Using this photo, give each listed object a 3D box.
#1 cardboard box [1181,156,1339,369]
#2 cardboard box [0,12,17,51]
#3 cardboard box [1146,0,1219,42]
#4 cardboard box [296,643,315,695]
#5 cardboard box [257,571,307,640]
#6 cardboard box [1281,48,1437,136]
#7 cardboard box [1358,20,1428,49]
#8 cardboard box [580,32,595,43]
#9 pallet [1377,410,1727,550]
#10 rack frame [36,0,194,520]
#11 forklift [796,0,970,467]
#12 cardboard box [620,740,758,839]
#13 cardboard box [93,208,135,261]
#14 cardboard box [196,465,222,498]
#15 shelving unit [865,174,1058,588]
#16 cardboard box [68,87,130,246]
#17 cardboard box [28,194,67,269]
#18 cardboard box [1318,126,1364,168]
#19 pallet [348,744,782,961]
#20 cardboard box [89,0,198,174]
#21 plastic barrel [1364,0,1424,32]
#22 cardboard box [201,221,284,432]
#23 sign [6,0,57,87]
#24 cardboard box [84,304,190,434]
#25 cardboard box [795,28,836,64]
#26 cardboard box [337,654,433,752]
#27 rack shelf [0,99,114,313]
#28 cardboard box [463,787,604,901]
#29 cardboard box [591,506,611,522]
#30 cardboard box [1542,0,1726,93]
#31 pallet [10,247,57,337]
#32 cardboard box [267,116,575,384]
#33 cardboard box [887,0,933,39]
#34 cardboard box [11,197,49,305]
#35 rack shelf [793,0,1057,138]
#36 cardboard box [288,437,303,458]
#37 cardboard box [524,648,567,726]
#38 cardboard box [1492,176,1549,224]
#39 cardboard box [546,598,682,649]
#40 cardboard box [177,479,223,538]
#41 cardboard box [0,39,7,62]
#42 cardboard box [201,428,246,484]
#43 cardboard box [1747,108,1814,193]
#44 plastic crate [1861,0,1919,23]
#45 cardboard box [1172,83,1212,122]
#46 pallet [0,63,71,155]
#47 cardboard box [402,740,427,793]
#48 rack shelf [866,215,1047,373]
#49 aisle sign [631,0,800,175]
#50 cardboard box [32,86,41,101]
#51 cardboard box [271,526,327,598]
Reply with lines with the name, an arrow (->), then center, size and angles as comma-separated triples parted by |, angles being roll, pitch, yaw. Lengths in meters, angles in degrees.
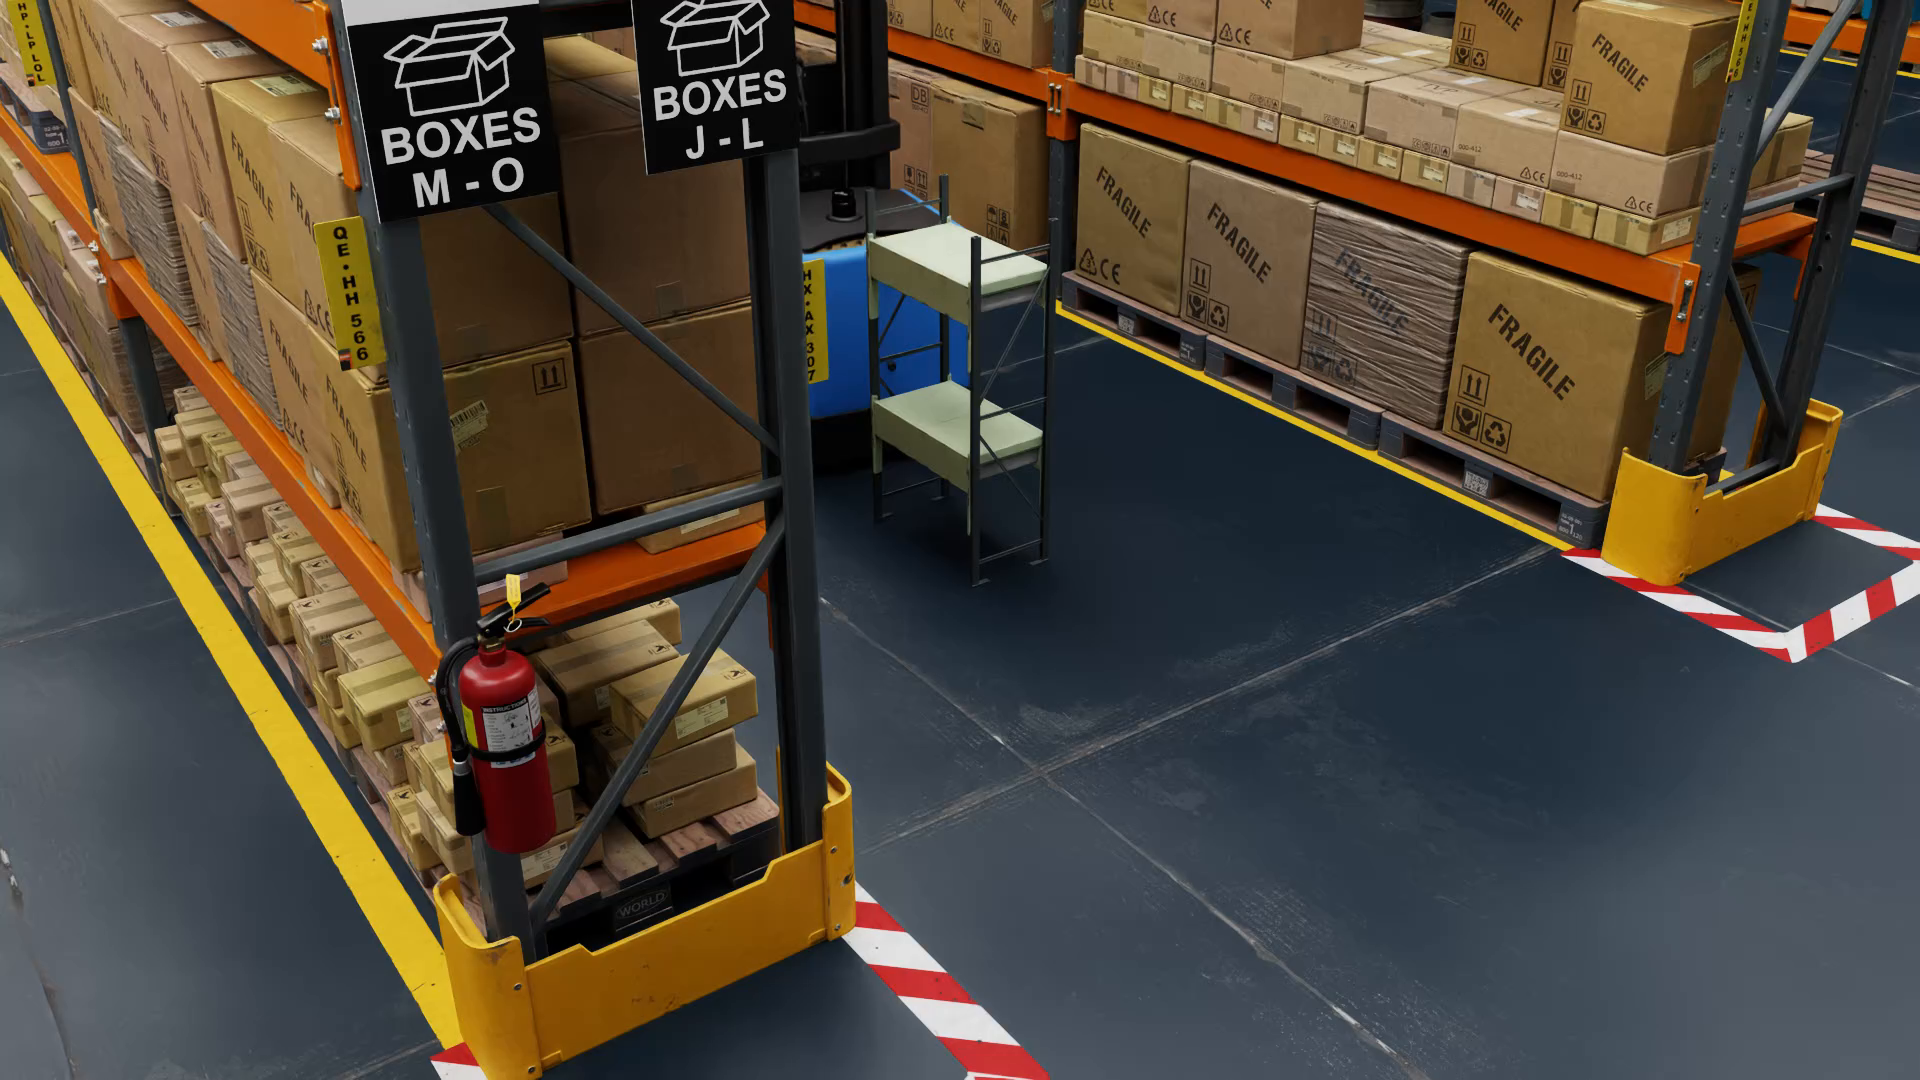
cardboard box -> 1.795, -1.528, 8.706 | 0.875, 0.875, 0.875 | -19, 34, -31
cardboard box -> -4.599, -2.588, 8.383 | 0.380, 0.149, 0.250 | -19, 34, -31
cardboard box -> 1.304, -2.849, 8.413 | 0.500, 0.500, 0.500 | -19, 34, -31
cardboard box -> -2.108, 0.420, 5.880 | 0.380, 0.149, 0.250 | -18, 33, -30
cardboard box -> -2.292, 0.191, 5.990 | 0.380, 0.149, 0.250 | -18, 34, -30
cardboard box -> 1.884, -2.127, 7.868 | 0.500, 0.250, 0.500 | -19, 34, -31
cardboard box -> 2.024, -2.472, 8.505 | 0.500, 0.250, 0.500 | -18, 33, -30
cardboard box -> -3.085, -4.675, 14.873 | 0.700, 0.500, 0.500 | -19, 34, -31
pallet -> 2.748, -0.414, 7.791 | 1.003, 0.211, 1.213 | -19, 34, -31
rack frame -> -3.144, -1.572, 7.001 | 1.000, 3.000, 0.127 | -19, 34, -31
forklift -> -1.018, -2.288, 8.391 | 1.130, 2.935, 3.031 | -13, 31, -22
cardboard box -> -0.867, 0.759, 5.256 | 0.380, 0.149, 0.250 | -18, 33, -30
cardboard box -> -3.246, -1.260, 6.691 | 0.380, 0.149, 0.250 | -17, 33, -29
cardboard box -> -2.974, -0.331, 6.952 | 0.380, 0.149, 0.250 | -19, 34, -30
shelving unit -> -0.004, -0.662, 6.897 | 0.431, 1.500, 0.755 | -19, 34, -31
cardboard box -> -3.062, -1.484, 6.423 | 0.500, 0.500, 0.500 | -19, 34, -32
cardboard box -> -4.387, -1.612, 8.468 | 0.500, 0.250, 0.500 | -20, 35, -33
cardboard box -> 1.914, -1.882, 7.835 | 0.380, 0.149, 0.250 | -18, 33, -30
pallet -> -1.310, 0.854, 5.457 | 1.003, 0.211, 1.213 | -19, 34, -31
cardboard box -> -2.500, -1.541, 5.480 | 0.500, 0.500, 0.500 | -18, 33, -30
plastic barrel -> 3.622, -4.332, 14.170 | 0.600, 0.588, 0.708 | -19, 34, -31
cardboard box -> -1.890, -0.691, 4.962 | 0.500, 0.500, 0.500 | -19, 34, -30
sign -> -3.594, -1.925, 6.439 | 0.100, 0.325, 0.005 | -19, 34, -31
cardboard box -> -3.778, -0.876, 7.898 | 0.500, 0.500, 0.500 | -19, 34, -32
cardboard box -> -0.471, -3.089, 11.580 | 1.225, 0.875, 0.875 | -19, 34, -30
cardboard box -> -1.690, 0.476, 5.155 | 0.380, 0.149, 0.250 | -20, 34, -32
rack shelf -> -4.304, -2.033, 8.604 | 1.077, 0.370, 4.000 | -19, 34, -31
cardboard box -> -1.299, 0.905, 4.988 | 0.380, 0.149, 0.250 | -18, 33, -30
cardboard box -> -0.926, -0.210, 4.757 | 0.380, 0.149, 0.250 | -17, 33, -29
cardboard box -> 2.927, -2.200, 7.218 | 0.500, 0.500, 0.500 | -20, 34, -32
pallet -> -5.012, -1.597, 9.969 | 1.003, 0.211, 1.213 | -19, 34, -31
cardboard box -> -1.291, -0.740, 4.005 | 0.500, 0.500, 0.500 | -20, 34, -32
cardboard box -> -0.129, -3.451, 10.357 | 0.500, 0.500, 0.500 | -19, 34, -31
cardboard box -> -4.967, -1.673, 9.366 | 0.500, 0.500, 0.500 | -18, 33, -30
rack shelf -> -0.205, -3.367, 11.060 | 1.077, 0.370, 4.000 | -19, 34, -31
cardboard box -> -1.810, -0.358, 5.030 | 0.380, 0.149, 0.250 | -20, 35, -33
cardboard box -> -1.245, 0.454, 5.507 | 0.380, 0.149, 0.250 | -18, 33, -30
cardboard box -> 2.503, -1.486, 7.107 | 0.380, 0.149, 0.250 | -19, 34, -31
cardboard box -> -1.150, 0.285, 5.506 | 0.380, 0.149, 0.250 | -19, 34, -31
cardboard box -> -3.040, -0.169, 6.966 | 0.380, 0.149, 0.250 | -18, 33, -29
cardboard box -> -4.899, -2.657, 8.823 | 0.380, 0.149, 0.250 | -17, 33, -28
cardboard box -> -2.814, -0.365, 6.703 | 0.380, 0.149, 0.250 | -19, 34, -31
cardboard box -> 3.217, -1.676, 7.039 | 0.500, 0.250, 0.500 | -20, 34, -32
plastic crate -> 5.910, -3.402, 10.483 | 0.416, 0.233, 0.300 | -19, 34, -31
cardboard box -> 1.316, -2.282, 8.572 | 0.380, 0.149, 0.250 | -20, 34, -32
pallet -> -4.282, -2.284, 8.514 | 1.003, 0.211, 1.213 | -19, 34, -31
cardboard box -> -1.470, 0.678, 5.093 | 0.380, 0.149, 0.250 | -20, 34, -32
rack shelf -> -0.004, -1.005, 6.711 | 0.431, 0.370, 0.720 | -19, 34, -31
aisle sign -> -0.537, -1.214, 3.618 | 0.394, 0.787, 0.004 | -19, 34, -31
cardboard box -> -4.294, -2.251, 8.075 | 0.380, 0.149, 0.250 | -17, 33, -29
cardboard box -> -2.227, 0.041, 5.955 | 0.380, 0.149, 0.250 | -19, 34, -30
